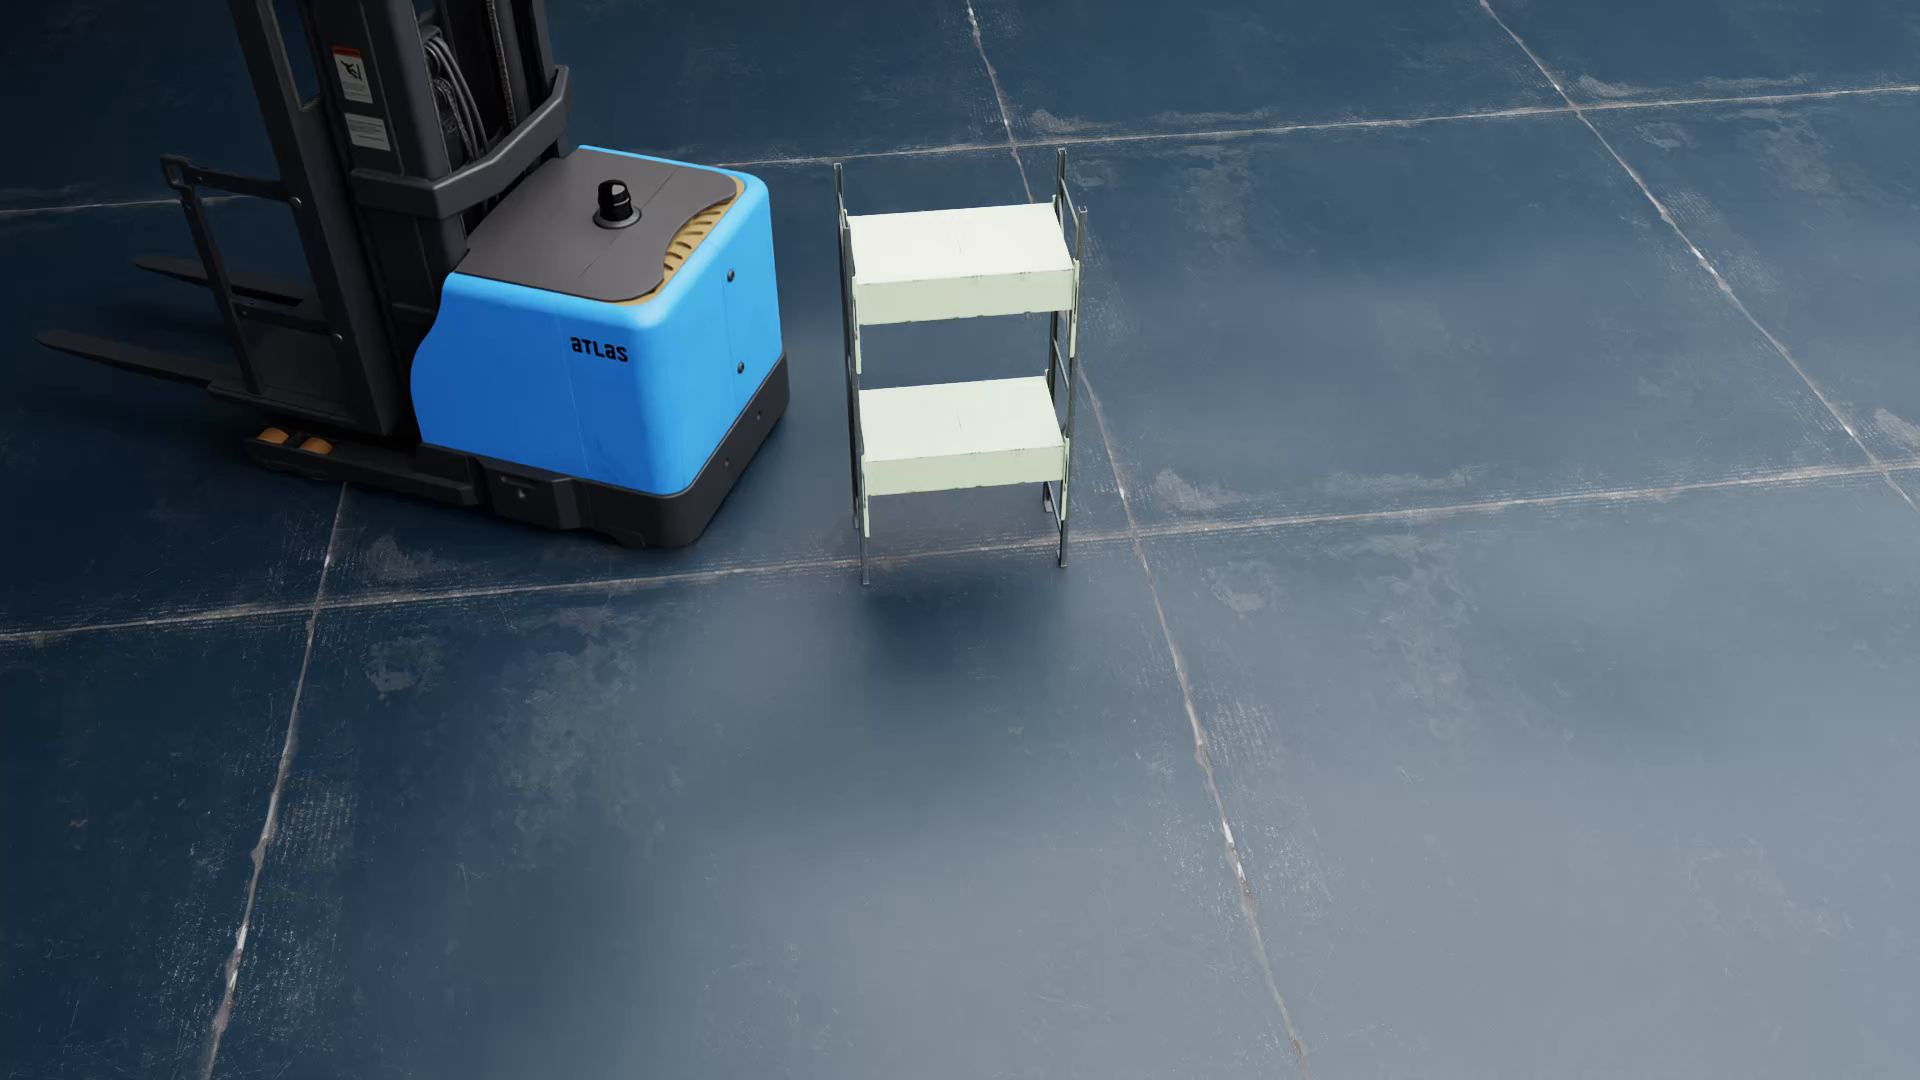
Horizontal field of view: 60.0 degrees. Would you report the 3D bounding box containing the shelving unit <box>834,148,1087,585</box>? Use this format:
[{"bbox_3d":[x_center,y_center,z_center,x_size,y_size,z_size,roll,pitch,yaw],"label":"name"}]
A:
[{"bbox_3d":[-0.007,-0.556,5.747,0.755,1.500,0.431,-5,42,-6],"label":"shelving unit"}]

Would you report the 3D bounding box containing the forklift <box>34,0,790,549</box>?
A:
[{"bbox_3d":[-2.268,-1.643,5.883,3.031,2.935,1.130,13,44,14],"label":"forklift"}]

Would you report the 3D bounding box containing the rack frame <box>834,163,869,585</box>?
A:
[{"bbox_3d":[-0.370,-0.525,5.712,0.023,1.500,0.400,-5,42,-6],"label":"rack frame"}]

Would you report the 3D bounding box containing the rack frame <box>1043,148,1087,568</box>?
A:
[{"bbox_3d":[0.356,-0.588,5.782,0.023,1.500,0.400,-5,42,-6],"label":"rack frame"}]

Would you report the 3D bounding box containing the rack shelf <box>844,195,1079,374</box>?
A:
[{"bbox_3d":[-0.007,-0.846,5.486,0.720,0.370,0.431,-5,42,-6],"label":"rack shelf"}]

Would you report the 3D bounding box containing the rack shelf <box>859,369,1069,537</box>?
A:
[{"bbox_3d":[-0.007,-0.314,5.965,0.720,0.370,0.431,-5,42,-6],"label":"rack shelf"}]
